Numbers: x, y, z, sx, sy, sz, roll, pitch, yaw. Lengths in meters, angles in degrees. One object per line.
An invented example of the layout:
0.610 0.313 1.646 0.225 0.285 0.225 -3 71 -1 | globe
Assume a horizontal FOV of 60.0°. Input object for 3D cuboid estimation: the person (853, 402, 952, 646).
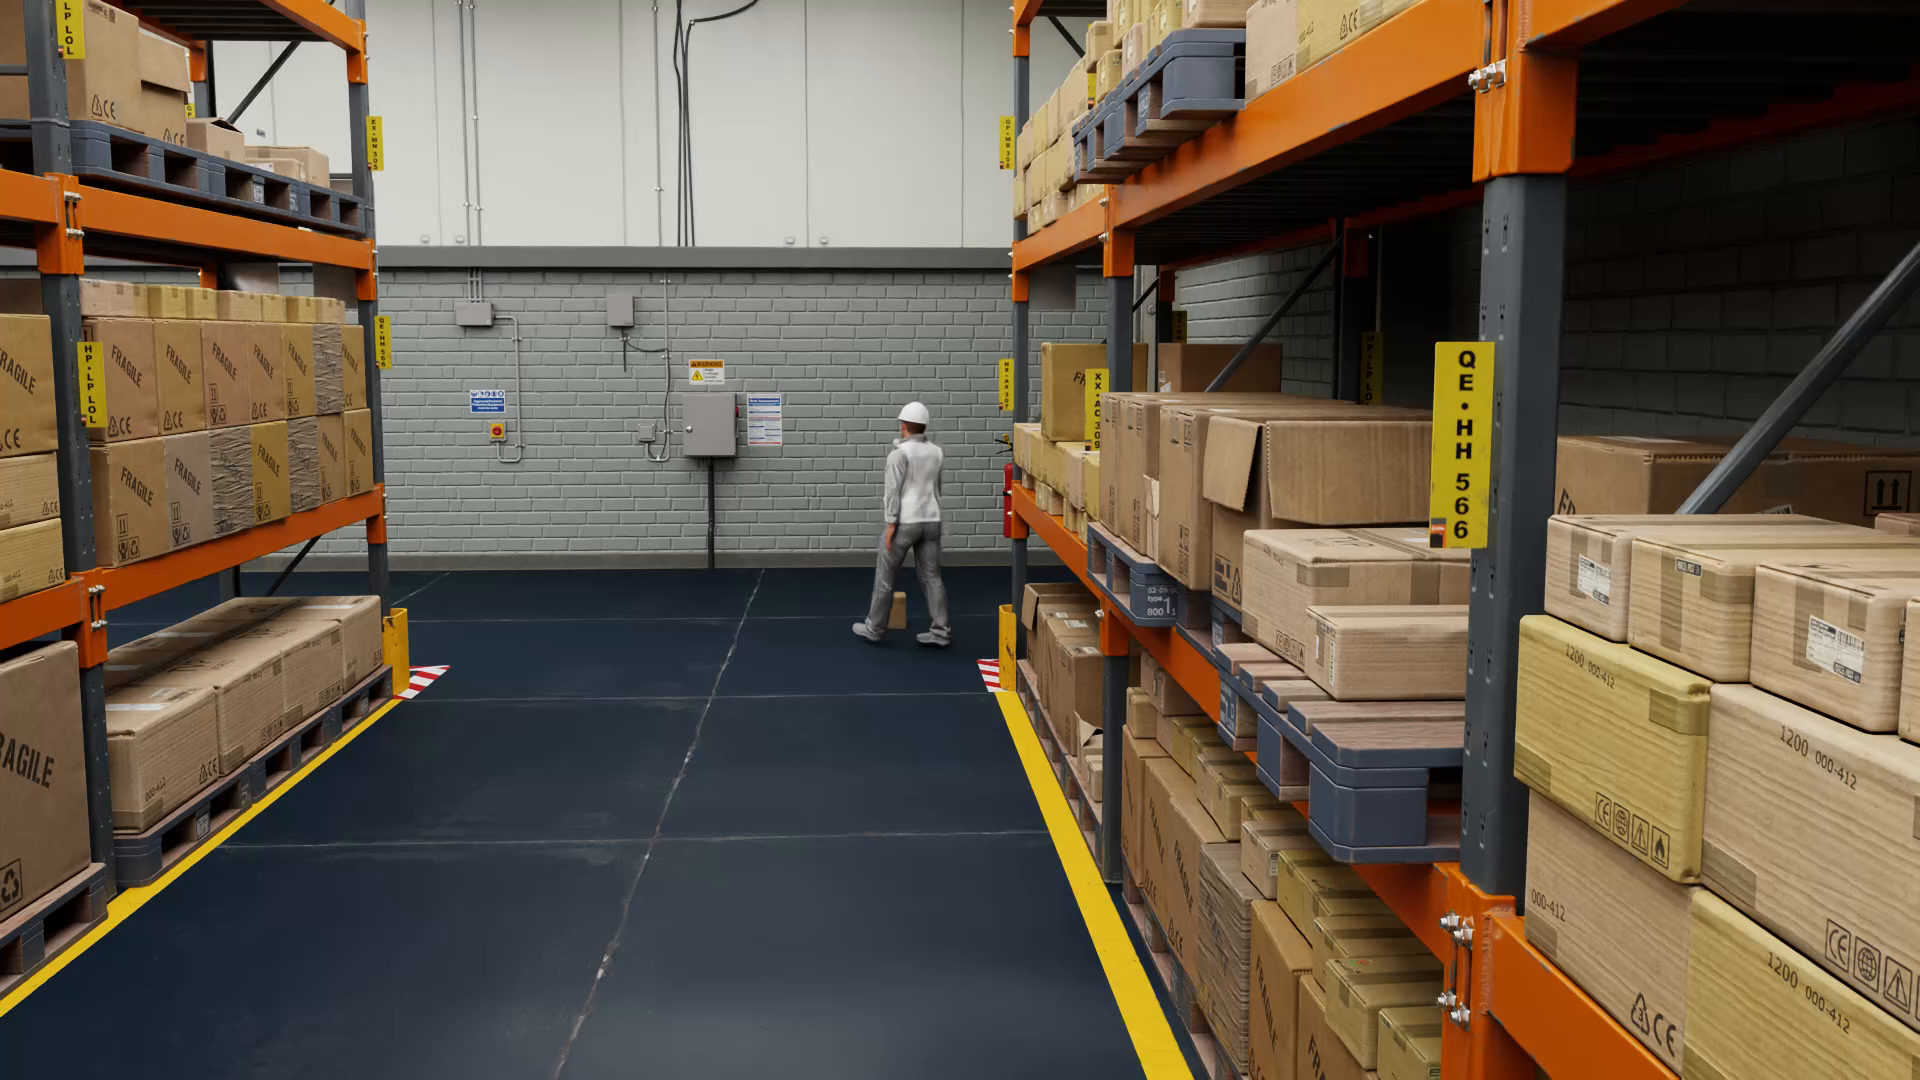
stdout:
-0.396 -0.127 12.122 0.567 1.749 0.788 -6 9 -41 | person
